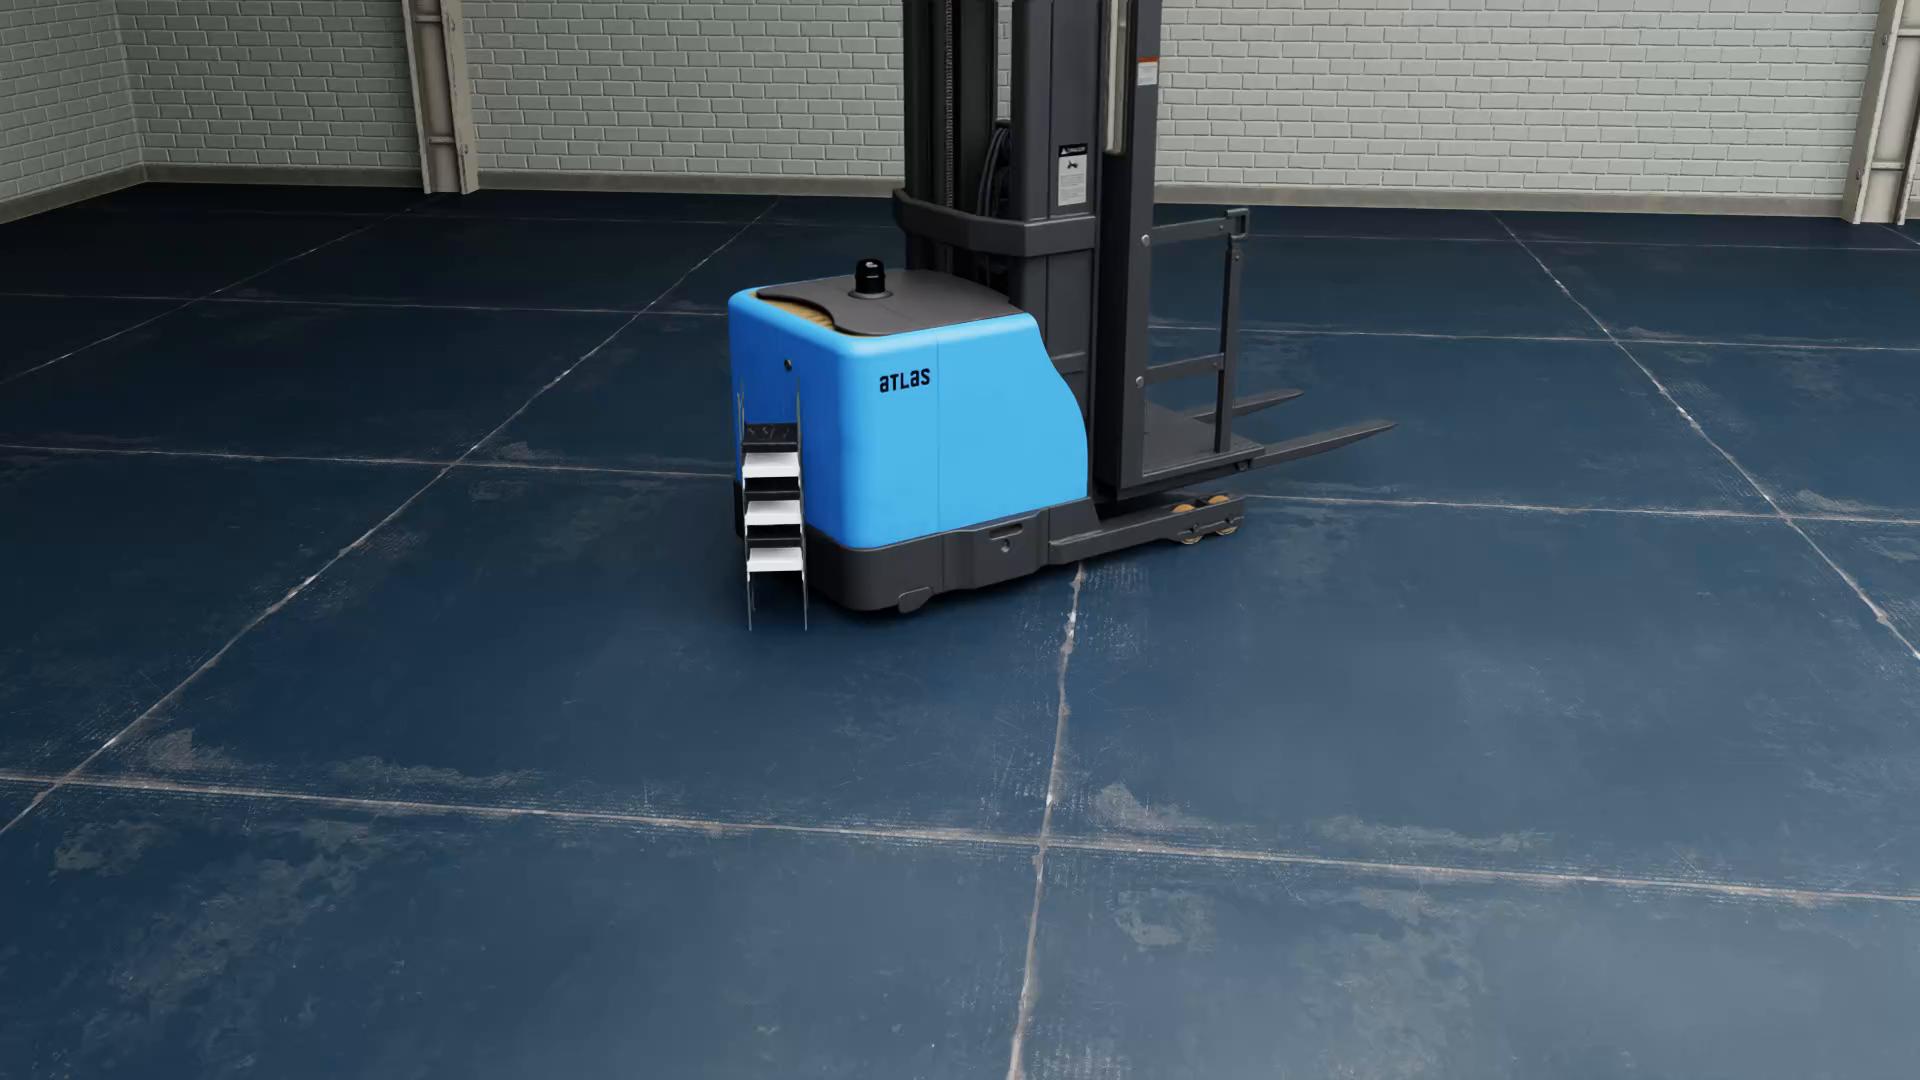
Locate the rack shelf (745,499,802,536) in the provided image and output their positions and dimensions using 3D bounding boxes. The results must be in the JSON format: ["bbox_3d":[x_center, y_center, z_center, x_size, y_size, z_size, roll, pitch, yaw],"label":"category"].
[{"bbox_3d":[-0.684,-0.101,6.063,0.200,0.077,0.258,-3,22,-7],"label":"rack shelf"}]

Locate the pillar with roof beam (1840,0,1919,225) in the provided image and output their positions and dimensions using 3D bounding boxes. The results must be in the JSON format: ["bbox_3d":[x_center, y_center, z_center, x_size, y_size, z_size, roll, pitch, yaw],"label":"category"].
[{"bbox_3d":[6.888,-5.204,7.864,0.400,9.000,9.100,2,22,6],"label":"pillar with roof beam"}]

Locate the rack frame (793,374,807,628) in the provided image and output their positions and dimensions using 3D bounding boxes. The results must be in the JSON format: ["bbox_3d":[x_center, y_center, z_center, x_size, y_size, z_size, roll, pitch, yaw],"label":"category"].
[{"bbox_3d":[-0.583,-0.137,6.063,0.006,0.900,0.240,-3,22,-7],"label":"rack frame"}]

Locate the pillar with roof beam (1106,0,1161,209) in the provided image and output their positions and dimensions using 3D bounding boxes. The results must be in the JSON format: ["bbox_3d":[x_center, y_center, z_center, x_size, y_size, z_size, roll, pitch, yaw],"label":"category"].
[{"bbox_3d":[0.930,-5.464,8.520,0.400,9.000,9.100,2,22,6],"label":"pillar with roof beam"}]

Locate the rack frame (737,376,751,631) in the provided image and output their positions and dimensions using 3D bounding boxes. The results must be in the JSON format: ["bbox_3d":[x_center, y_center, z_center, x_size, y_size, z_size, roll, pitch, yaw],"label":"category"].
[{"bbox_3d":[-0.785,-0.127,6.038,0.006,0.900,0.240,-3,22,-7],"label":"rack frame"}]

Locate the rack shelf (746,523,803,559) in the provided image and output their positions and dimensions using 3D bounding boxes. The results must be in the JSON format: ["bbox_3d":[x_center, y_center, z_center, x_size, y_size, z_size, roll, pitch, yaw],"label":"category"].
[{"bbox_3d":[-0.684,-0.018,6.096,0.200,0.077,0.258,-3,22,-7],"label":"rack shelf"}]

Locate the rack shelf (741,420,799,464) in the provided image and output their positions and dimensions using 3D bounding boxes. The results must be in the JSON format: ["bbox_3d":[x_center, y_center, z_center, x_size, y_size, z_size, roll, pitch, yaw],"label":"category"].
[{"bbox_3d":[-0.684,-0.352,5.963,0.200,0.077,0.258,-3,22,-7],"label":"rack shelf"}]

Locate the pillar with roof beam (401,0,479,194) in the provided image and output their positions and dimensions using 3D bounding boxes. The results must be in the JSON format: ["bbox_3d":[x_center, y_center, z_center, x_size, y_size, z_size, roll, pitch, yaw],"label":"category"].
[{"bbox_3d":[-5.028,-5.723,9.177,0.400,9.000,9.100,2,22,6],"label":"pillar with roof beam"}]

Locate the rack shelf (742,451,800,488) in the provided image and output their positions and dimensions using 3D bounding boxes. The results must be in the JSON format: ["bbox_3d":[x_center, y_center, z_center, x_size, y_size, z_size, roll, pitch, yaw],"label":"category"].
[{"bbox_3d":[-0.684,-0.269,5.997,0.200,0.077,0.258,-3,22,-7],"label":"rack shelf"}]

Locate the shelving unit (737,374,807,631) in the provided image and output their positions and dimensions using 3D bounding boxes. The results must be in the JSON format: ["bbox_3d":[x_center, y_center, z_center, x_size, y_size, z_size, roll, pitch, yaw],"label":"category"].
[{"bbox_3d":[-0.684,-0.132,6.050,0.210,0.900,0.258,-3,22,-7],"label":"shelving unit"}]

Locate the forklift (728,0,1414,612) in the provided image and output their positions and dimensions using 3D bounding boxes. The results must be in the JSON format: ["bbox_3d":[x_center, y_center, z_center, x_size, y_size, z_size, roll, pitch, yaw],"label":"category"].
[{"bbox_3d":[0.608,-1.480,6.697,3.031,2.935,1.130,-12,25,-28],"label":"forklift"}]

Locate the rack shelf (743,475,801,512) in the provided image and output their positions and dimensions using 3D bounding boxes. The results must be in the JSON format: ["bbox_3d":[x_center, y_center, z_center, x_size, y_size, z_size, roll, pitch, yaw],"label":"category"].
[{"bbox_3d":[-0.684,-0.185,6.030,0.200,0.077,0.258,-3,22,-7],"label":"rack shelf"}]

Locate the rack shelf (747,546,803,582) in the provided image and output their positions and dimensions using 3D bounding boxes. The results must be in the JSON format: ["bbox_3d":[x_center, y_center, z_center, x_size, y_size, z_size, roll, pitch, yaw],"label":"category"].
[{"bbox_3d":[-0.684,0.066,6.129,0.200,0.077,0.258,-3,22,-7],"label":"rack shelf"}]
